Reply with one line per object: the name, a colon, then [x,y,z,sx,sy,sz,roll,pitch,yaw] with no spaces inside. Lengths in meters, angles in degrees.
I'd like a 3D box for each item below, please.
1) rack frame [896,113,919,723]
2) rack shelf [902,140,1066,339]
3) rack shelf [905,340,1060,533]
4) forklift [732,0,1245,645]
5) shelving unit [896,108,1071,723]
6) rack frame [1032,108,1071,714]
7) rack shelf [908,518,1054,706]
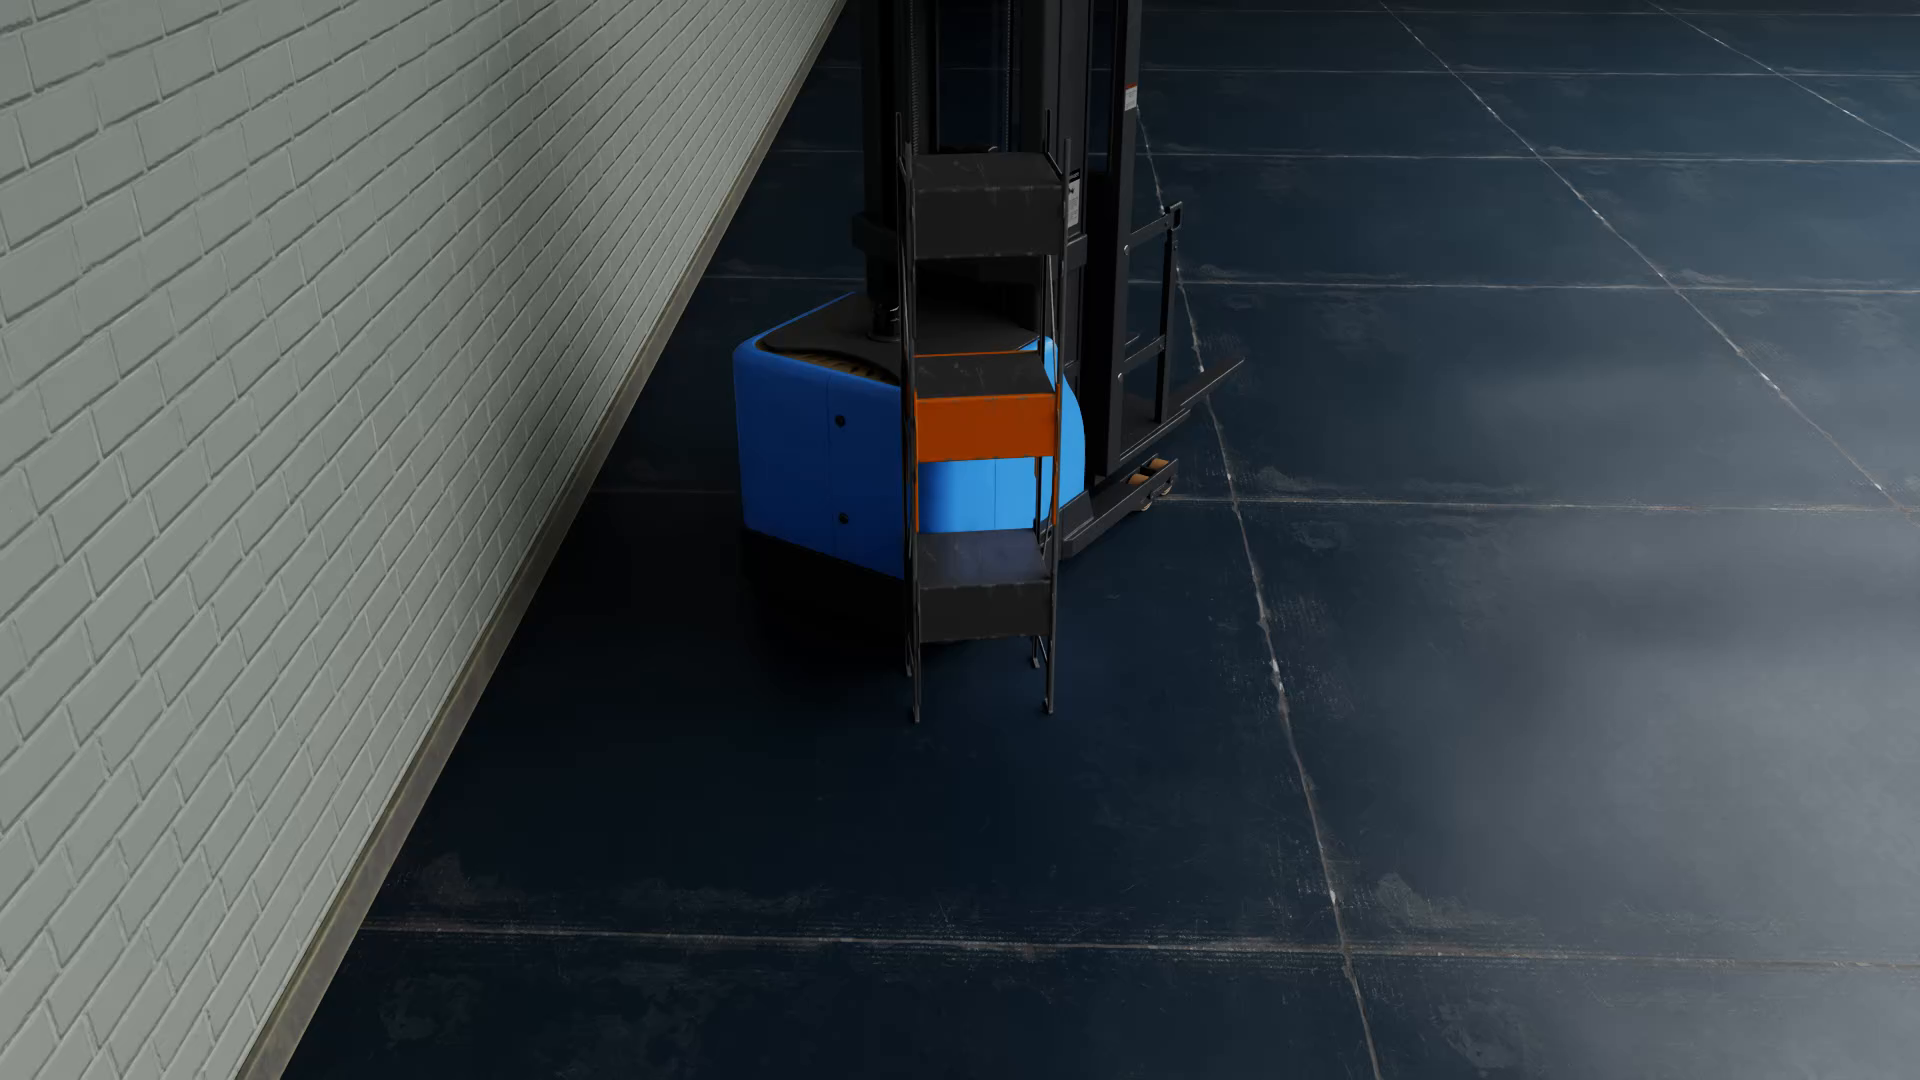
rack frame: [-0.178,-0.360,5.687,0.015,2.100,0.400,-3,28,-6]
rack shelf: [0.065,-0.979,5.390,0.480,0.518,0.431,-3,28,-6]
rack shelf: [0.065,-0.361,5.718,0.480,0.518,0.431,-3,28,-6]
forklift: [0.346,-1.537,7.020,1.130,2.935,3.031,17,33,29]
shelving unit: [0.065,-0.373,5.712,0.503,2.100,0.431,-3,28,-6]
rack frame: [0.307,-0.386,5.737,0.015,2.100,0.400,-3,28,-6]
rack shelf: [0.065,0.258,6.046,0.480,0.518,0.431,-3,28,-6]
